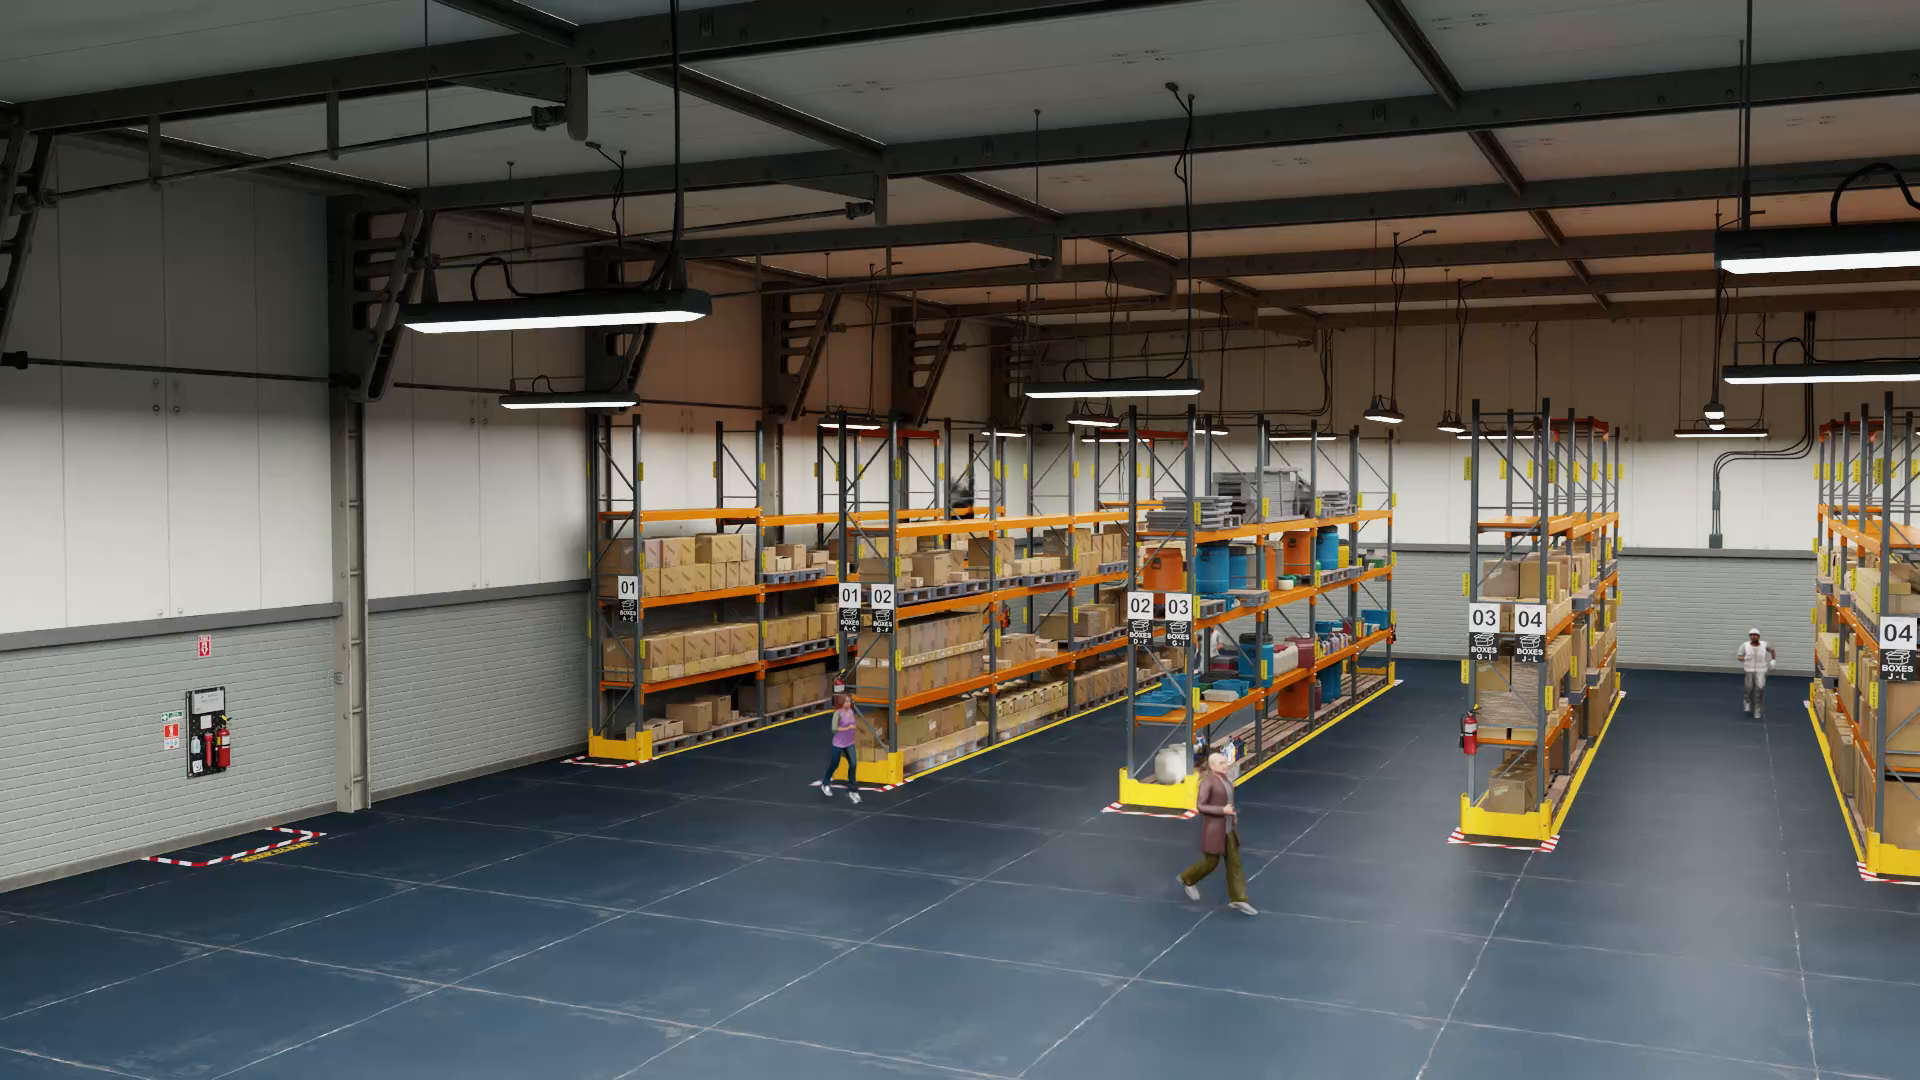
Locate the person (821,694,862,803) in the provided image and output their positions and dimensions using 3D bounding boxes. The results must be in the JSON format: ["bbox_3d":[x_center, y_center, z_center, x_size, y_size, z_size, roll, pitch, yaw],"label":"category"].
[{"bbox_3d":[-1.786,3.136,25.244,0.526,1.619,0.820,-2,3,-38],"label":"person"}]

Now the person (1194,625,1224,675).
[{"bbox_3d":[5.491,2.602,36.679,0.647,1.777,0.784,0,2,10],"label":"person"}]

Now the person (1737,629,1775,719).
[{"bbox_3d":[16.245,2.716,33.950,0.697,1.829,0.892,1,3,27],"label":"person"}]

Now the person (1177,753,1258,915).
[{"bbox_3d":[2.926,3.313,18.919,0.710,1.779,1.049,-2,3,-44],"label":"person"}]
